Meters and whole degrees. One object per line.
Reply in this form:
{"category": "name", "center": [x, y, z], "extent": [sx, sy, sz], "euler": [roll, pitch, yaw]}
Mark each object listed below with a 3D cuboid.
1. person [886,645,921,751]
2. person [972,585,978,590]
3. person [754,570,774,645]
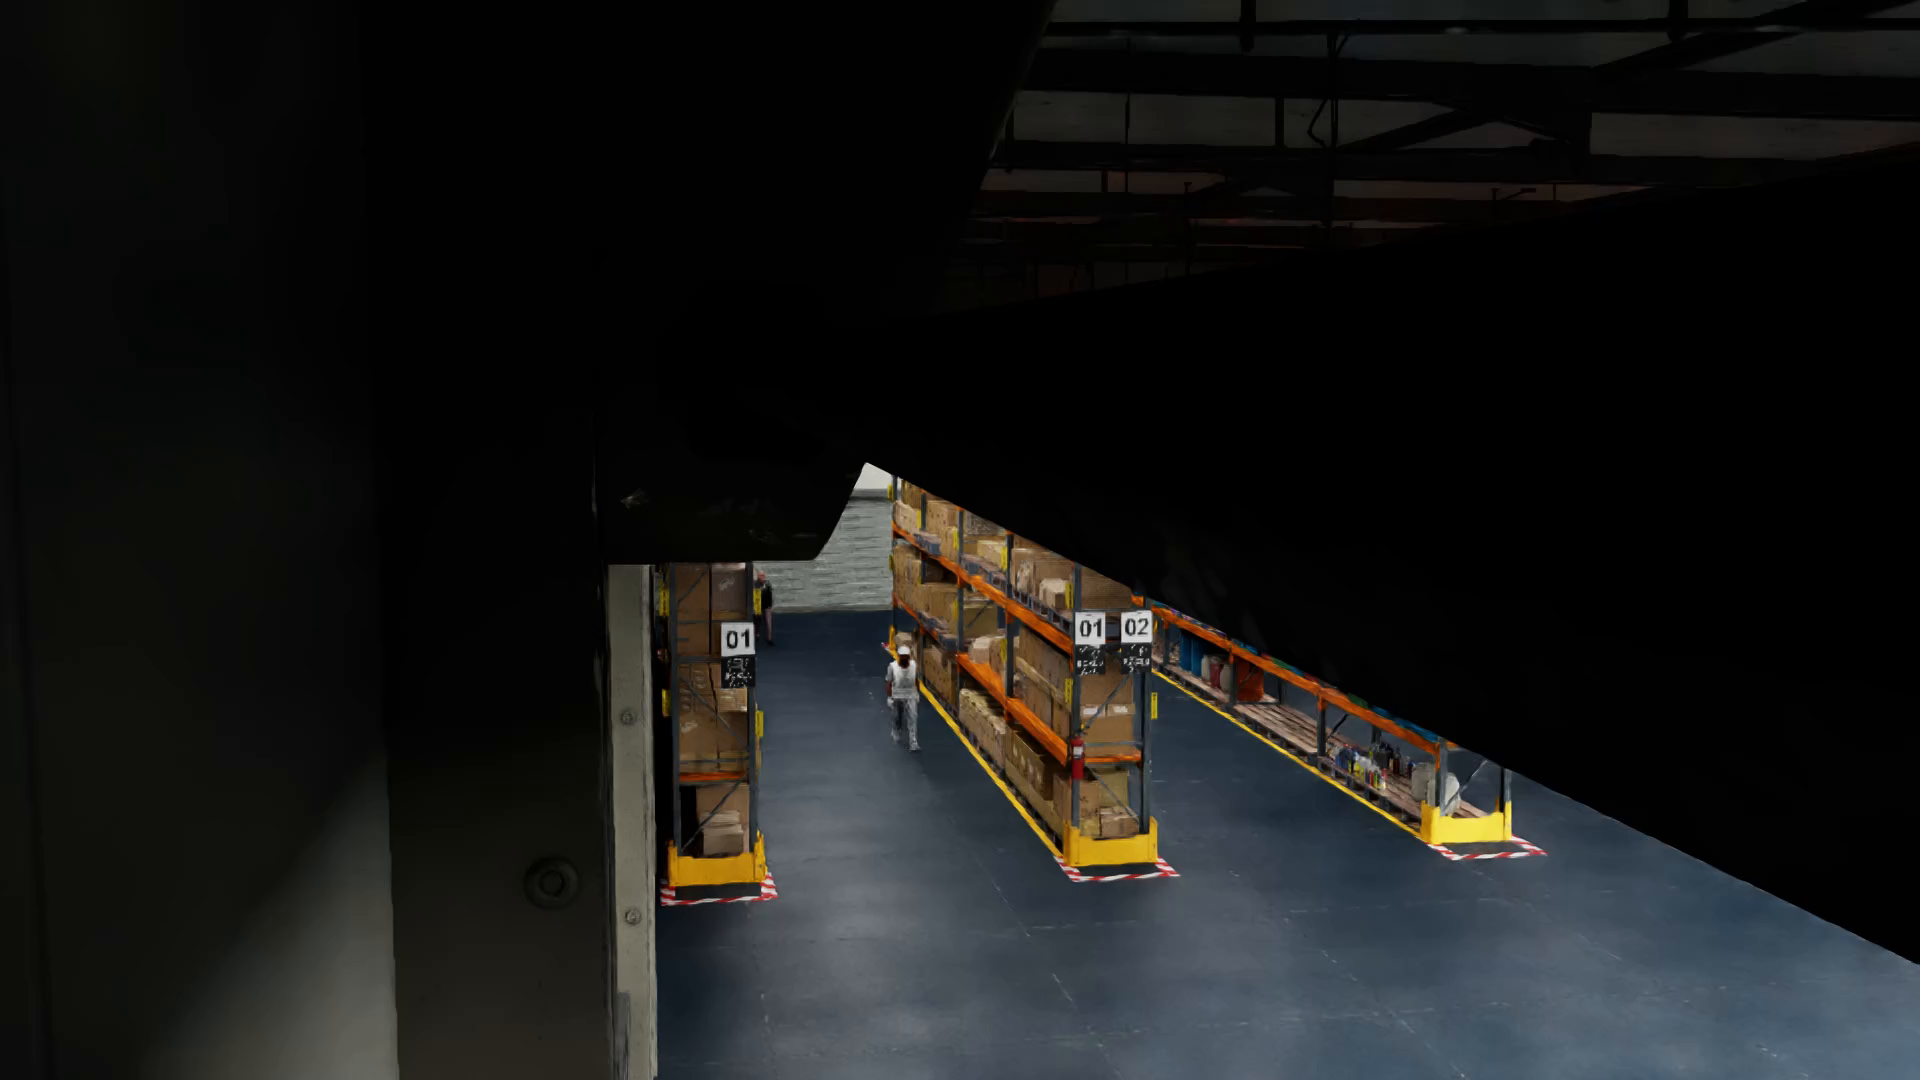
{"category": "person", "center": [-0.922, 2.544, 27.085], "extent": [0.566, 1.706, 1.122], "euler": [-1, 6, -8]}
{"category": "person", "center": [0.218, 1.471, 37.545], "extent": [0.615, 1.614, 0.761], "euler": [-4, 7, -33]}
{"category": "person", "center": [-4.436, 1.489, 37.086], "extent": [0.546, 1.642, 1.106], "euler": [-1, 6, -13]}
